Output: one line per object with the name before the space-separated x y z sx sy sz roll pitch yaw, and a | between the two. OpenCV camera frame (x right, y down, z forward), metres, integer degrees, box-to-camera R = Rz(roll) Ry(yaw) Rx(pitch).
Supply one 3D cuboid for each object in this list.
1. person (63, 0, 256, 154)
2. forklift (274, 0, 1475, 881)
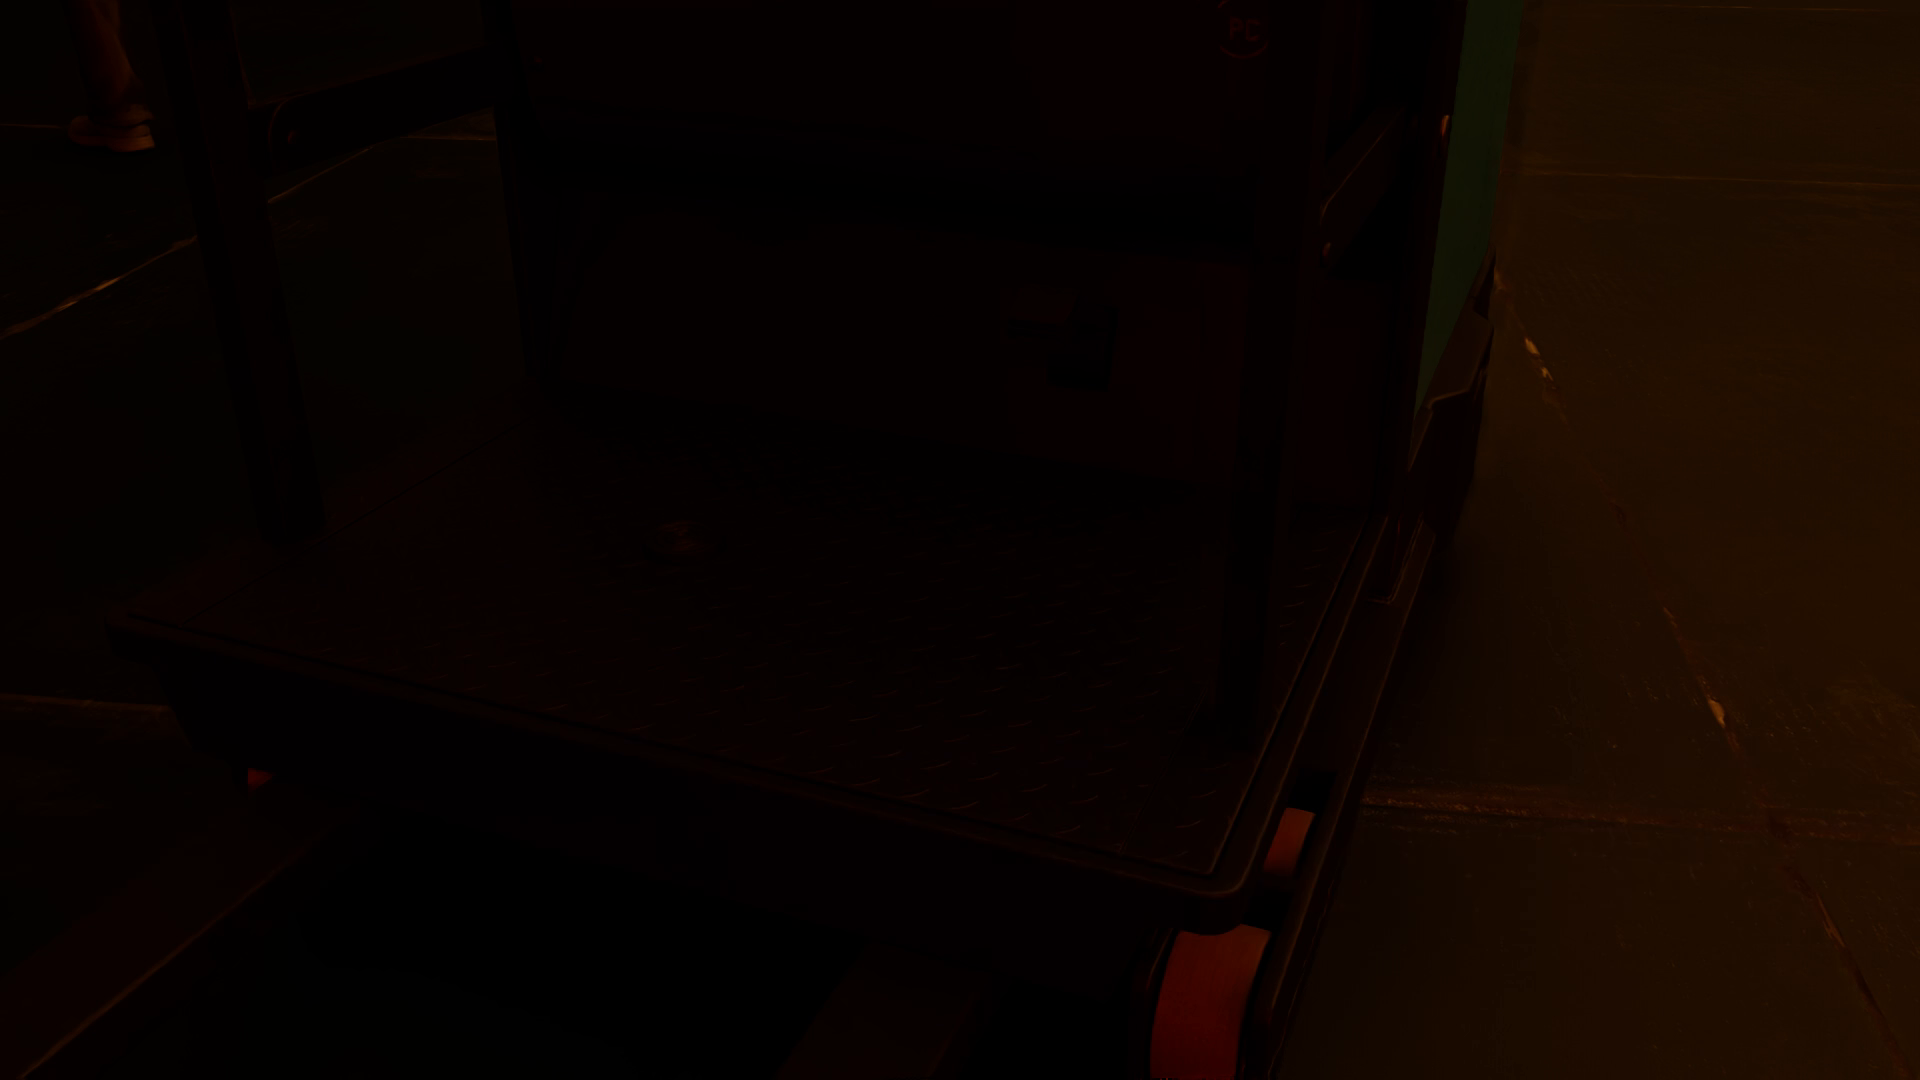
person | -2.300 -1.946 4.414 0.656 1.774 0.425 -22 34 -37
forklift | 0.036 -1.597 2.417 1.130 2.935 3.031 2 27 4
